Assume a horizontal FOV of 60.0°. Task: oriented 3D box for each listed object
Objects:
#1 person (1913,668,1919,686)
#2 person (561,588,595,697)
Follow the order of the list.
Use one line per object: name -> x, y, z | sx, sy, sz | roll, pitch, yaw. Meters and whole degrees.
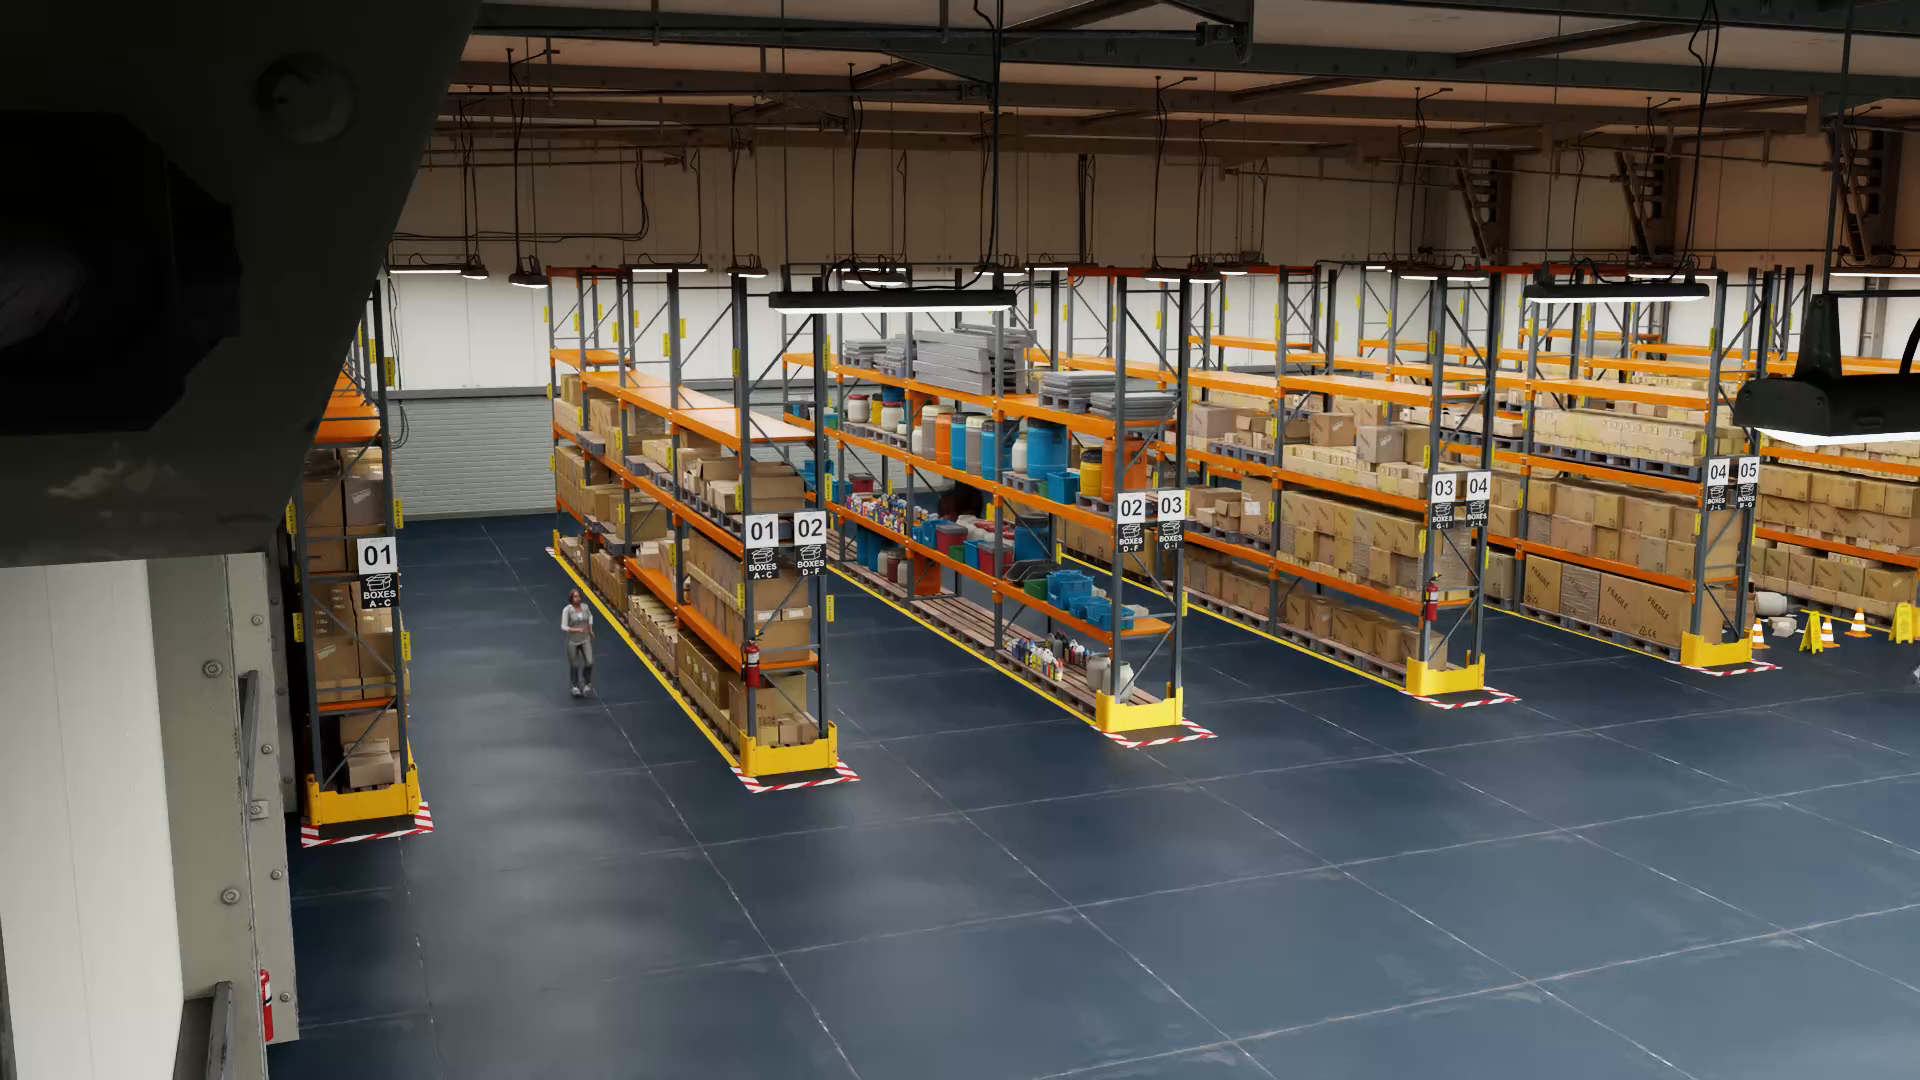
person -> 13.946, 1.429, 23.494 | 0.711, 1.757, 0.664 | 3, 10, 19
person -> -5.400, 1.467, 23.610 | 0.510, 1.578, 0.644 | -5, 11, -28
